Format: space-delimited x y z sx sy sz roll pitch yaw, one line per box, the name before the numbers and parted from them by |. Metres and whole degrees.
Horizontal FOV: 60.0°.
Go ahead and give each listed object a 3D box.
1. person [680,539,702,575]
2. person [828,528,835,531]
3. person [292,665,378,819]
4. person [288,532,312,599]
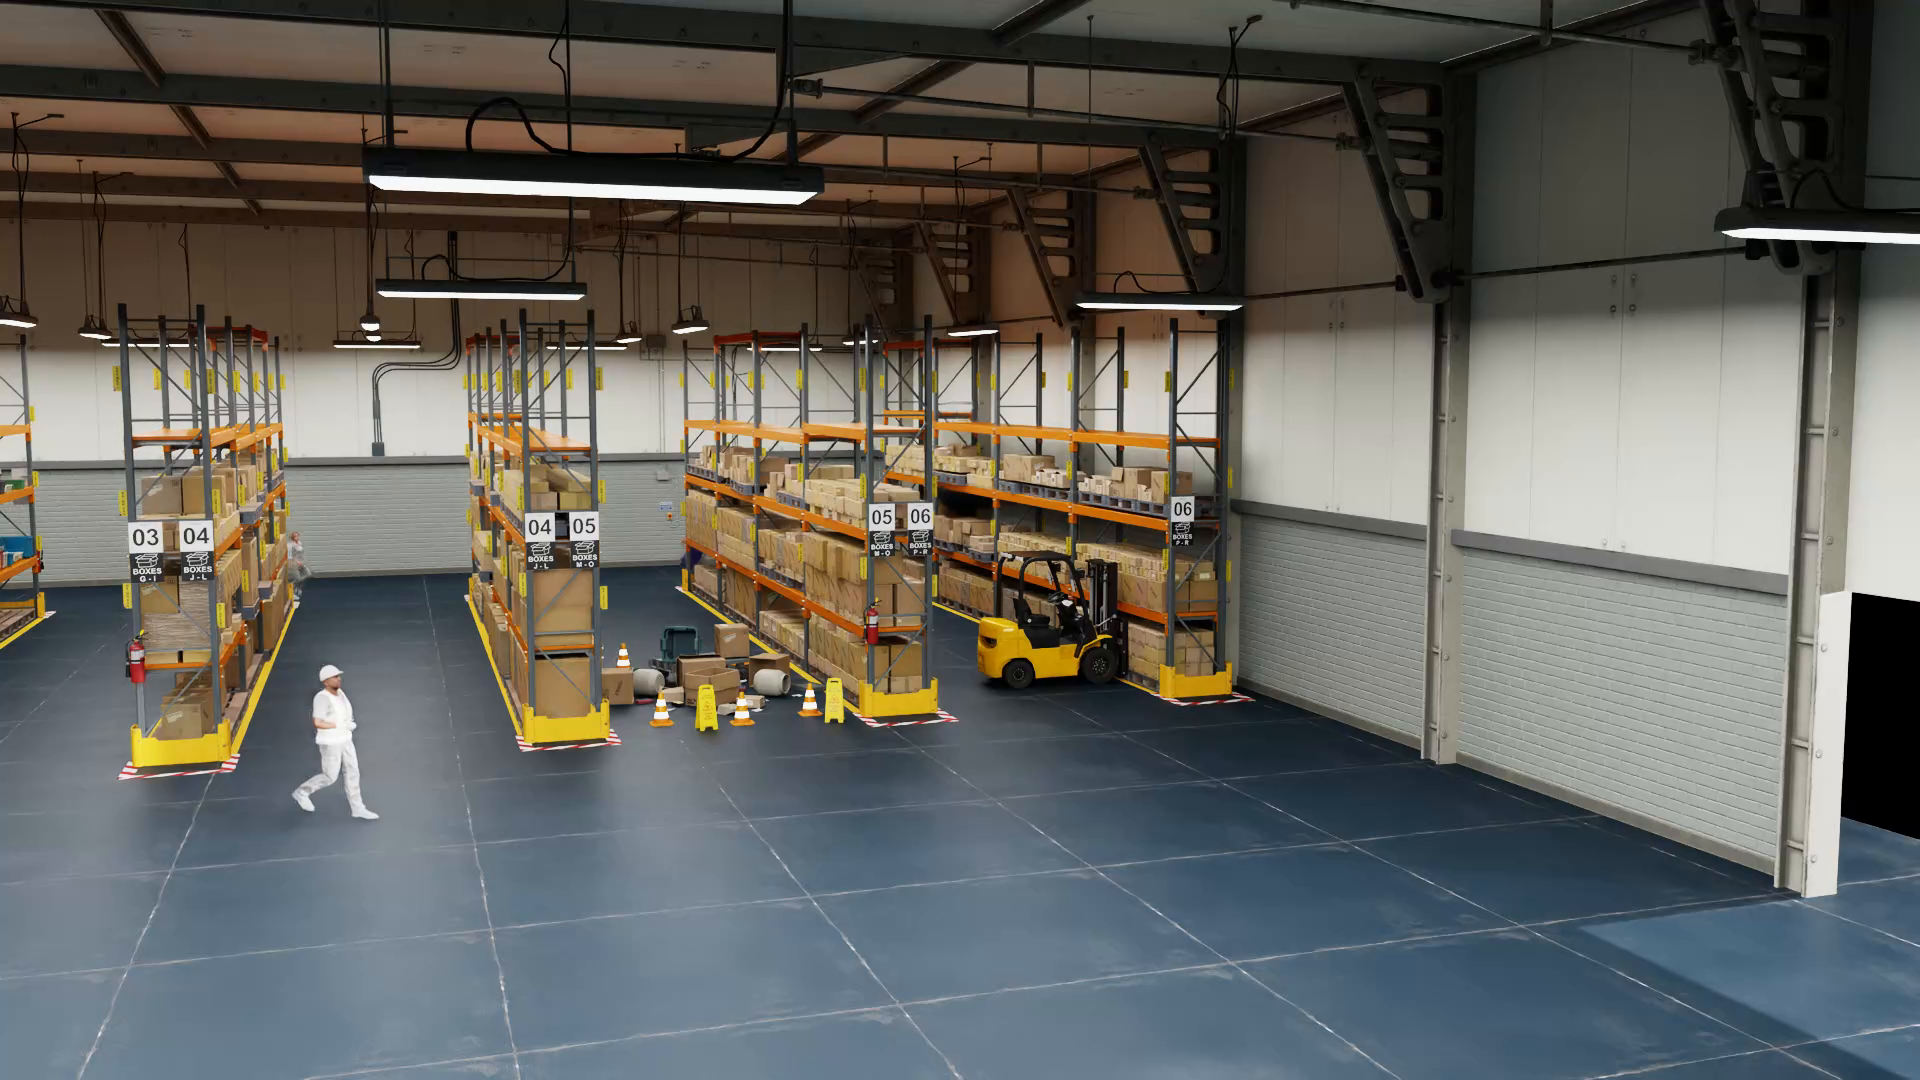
person | -6.571 0.300 41.108 0.705 1.639 0.588 -2 6 -16
person | -2.699 0.602 34.683 0.643 1.749 0.595 -2 6 -19
person | -7.136 2.307 18.941 0.974 1.778 0.683 1 5 7
person | -15.285 0.583 38.392 0.538 1.565 0.562 1 6 15
